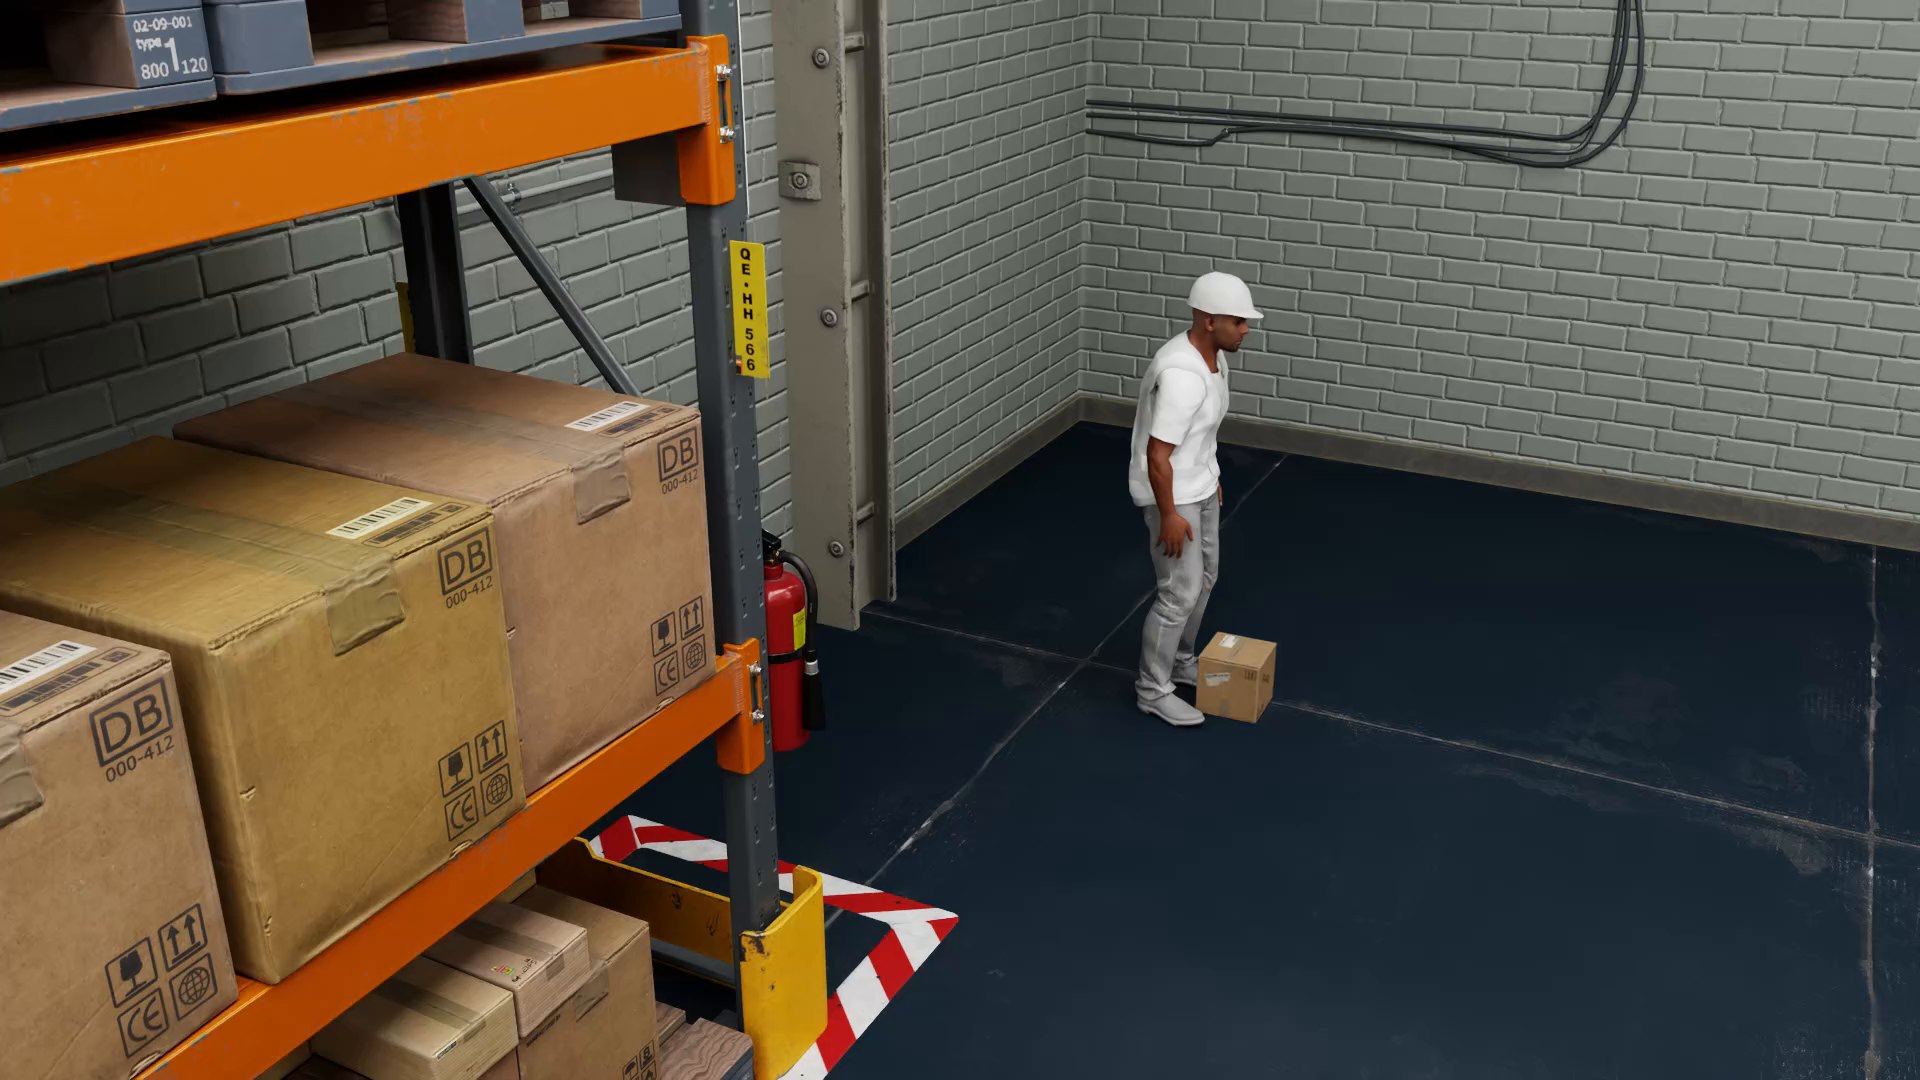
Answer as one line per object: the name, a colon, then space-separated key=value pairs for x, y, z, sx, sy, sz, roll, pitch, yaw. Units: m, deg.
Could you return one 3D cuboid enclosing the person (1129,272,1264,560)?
person: x=0.901 y=-0.501 z=6.369 sx=0.463 sy=1.063 sz=0.624 roll=10 pitch=25 yaw=22
